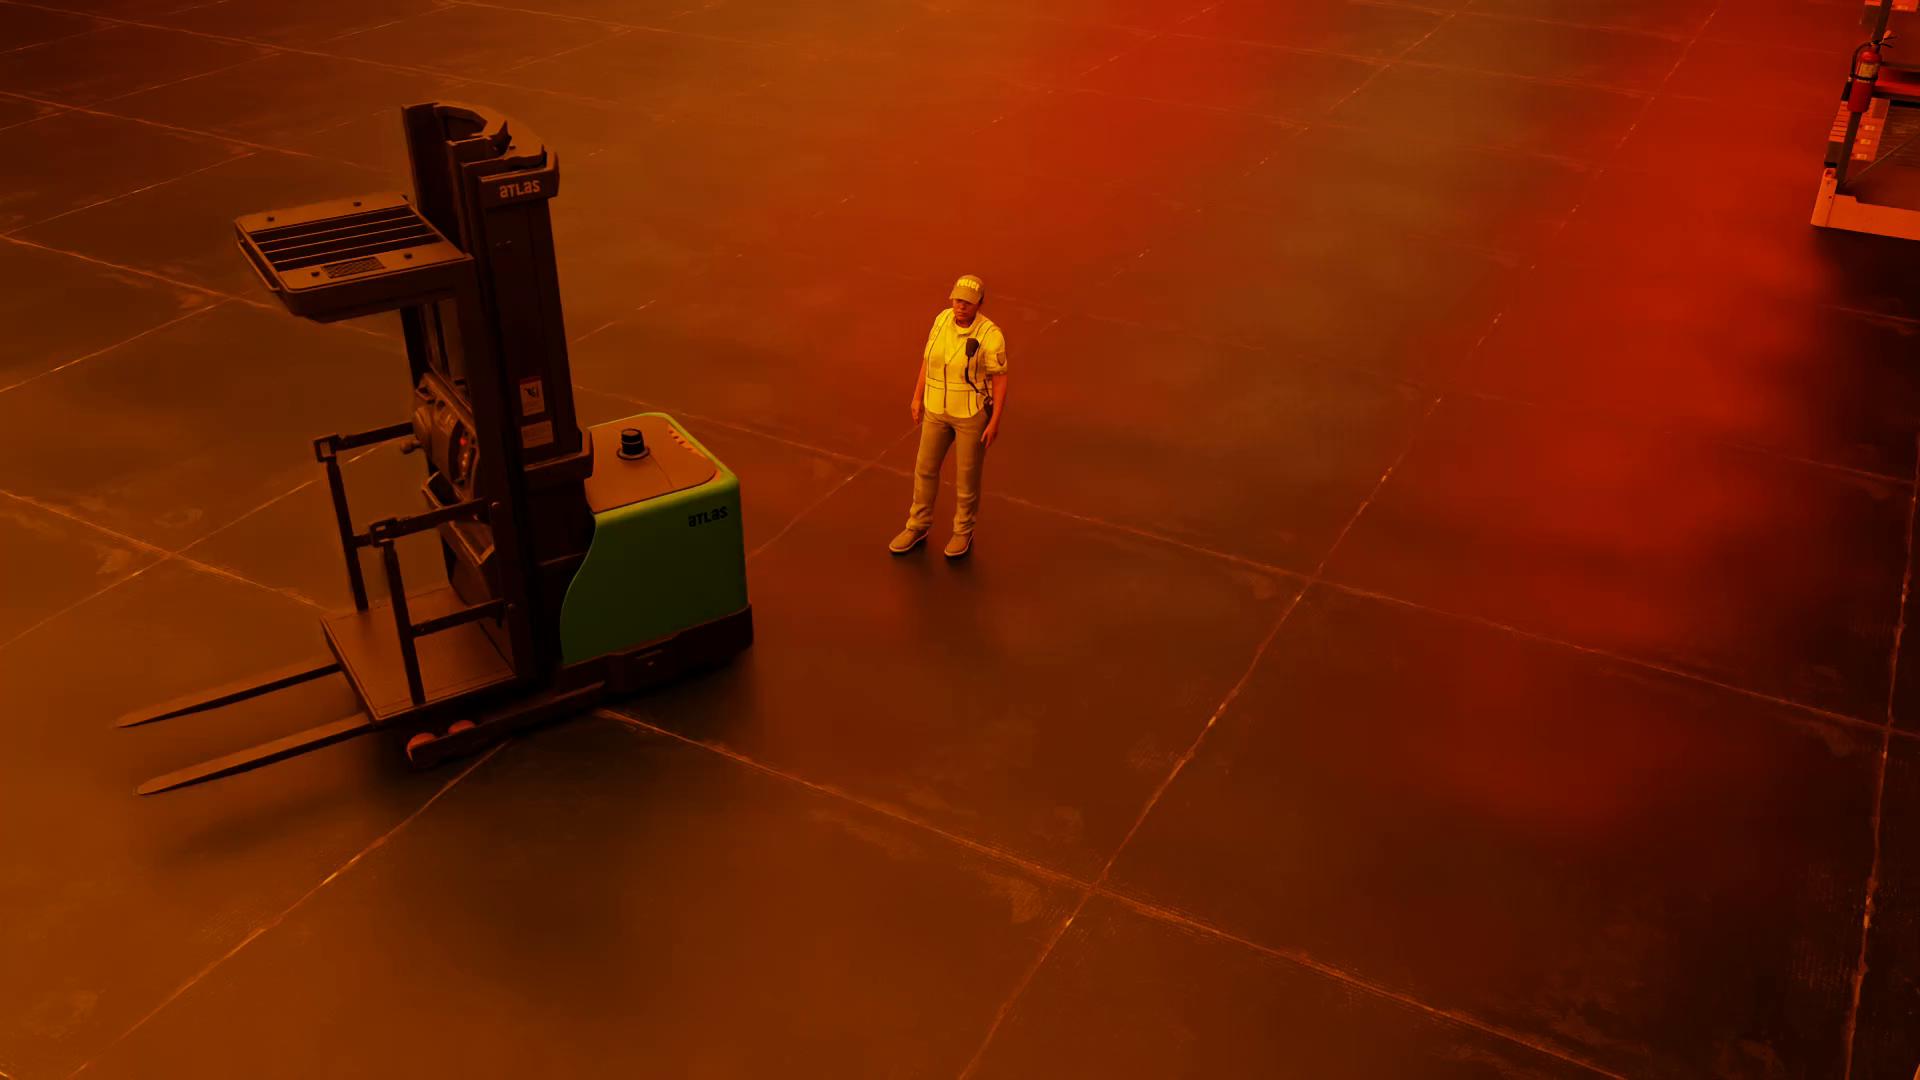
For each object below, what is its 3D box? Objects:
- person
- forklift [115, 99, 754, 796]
[{"bbox_3d":[-0.057,-0.700,9.534,0.598,1.670,0.529,15,33,25],"label":"person"},{"bbox_3d":[-2.626,-0.464,7.875,3.031,2.935,1.130,-18,34,-28],"label":"forklift"}]
